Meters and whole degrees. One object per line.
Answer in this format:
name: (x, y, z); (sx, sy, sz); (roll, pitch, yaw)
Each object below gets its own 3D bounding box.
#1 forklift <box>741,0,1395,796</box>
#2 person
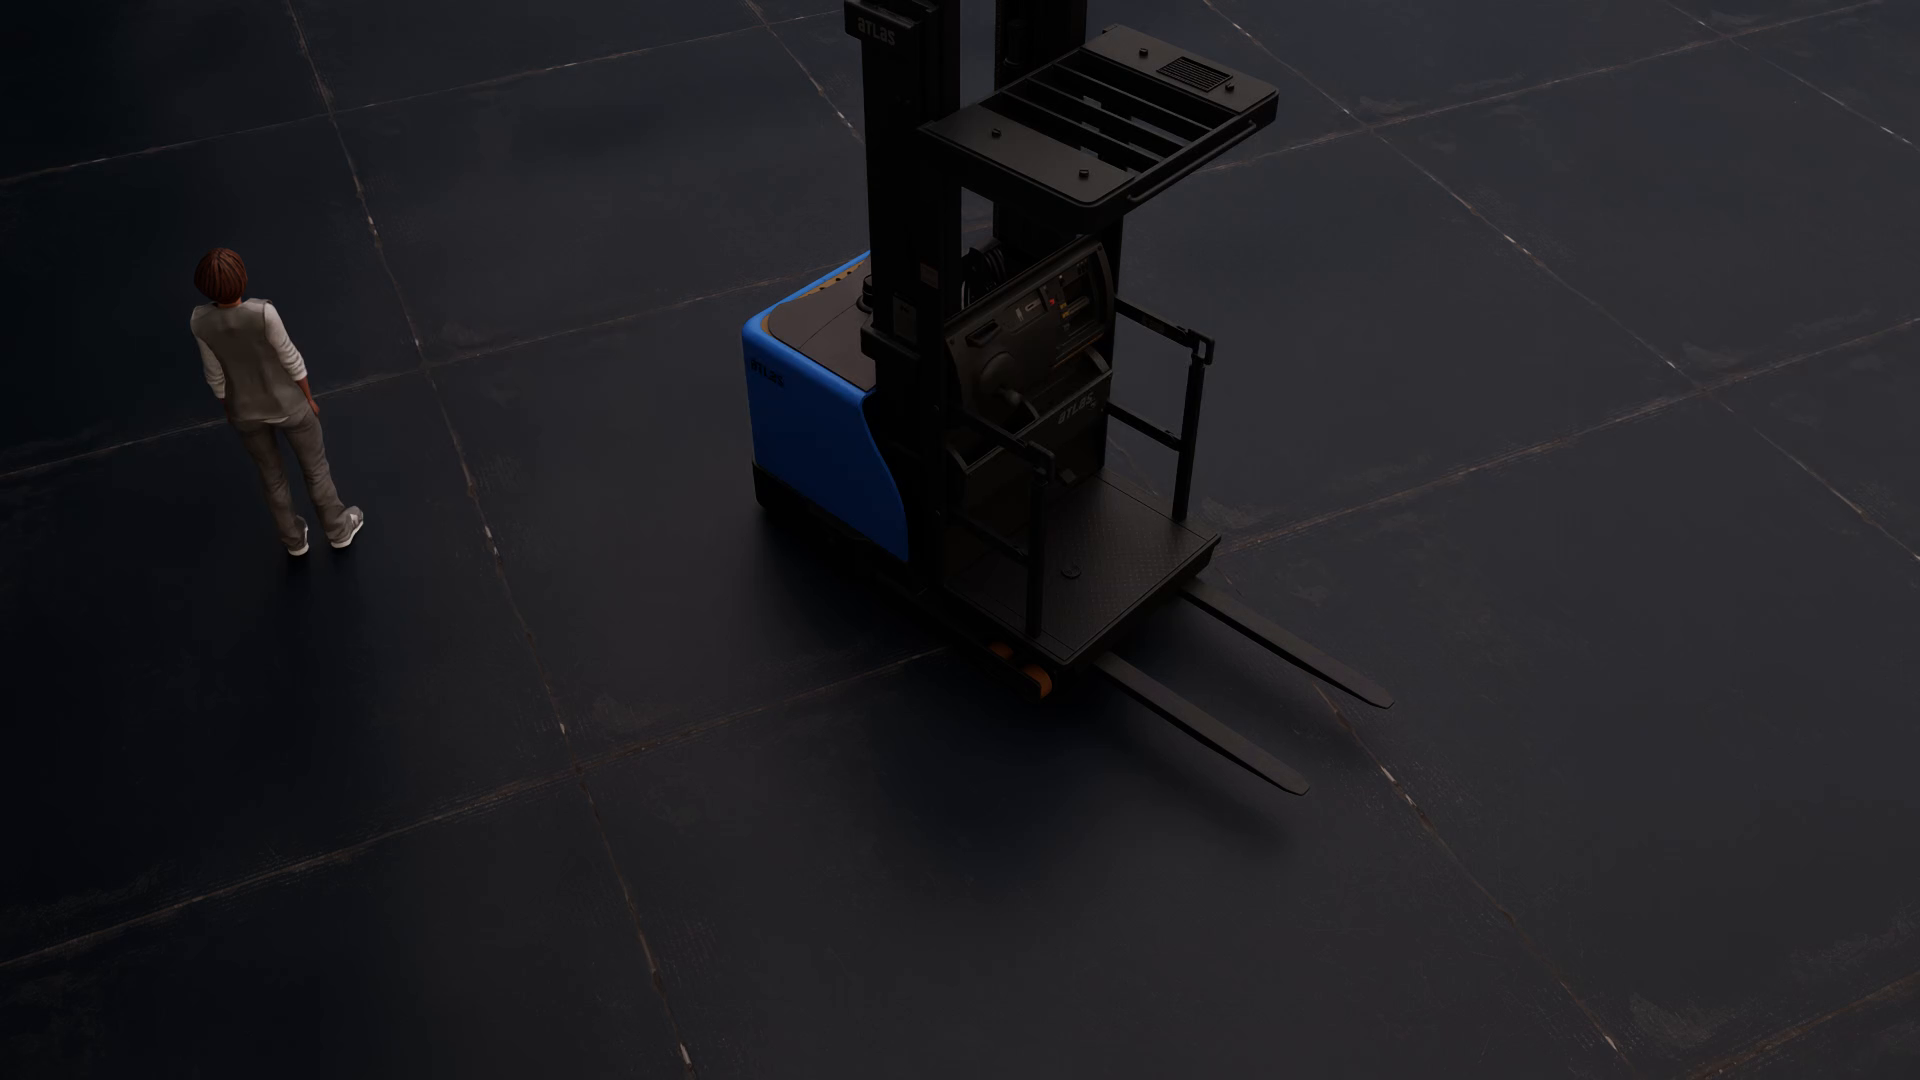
forklift: (0.445, -0.788, 6.525); (3.031, 2.935, 1.130); (32, 52, 30)
person: (-3.023, -0.590, 7.288); (0.405, 1.603, 0.316); (-7, 43, -7)
